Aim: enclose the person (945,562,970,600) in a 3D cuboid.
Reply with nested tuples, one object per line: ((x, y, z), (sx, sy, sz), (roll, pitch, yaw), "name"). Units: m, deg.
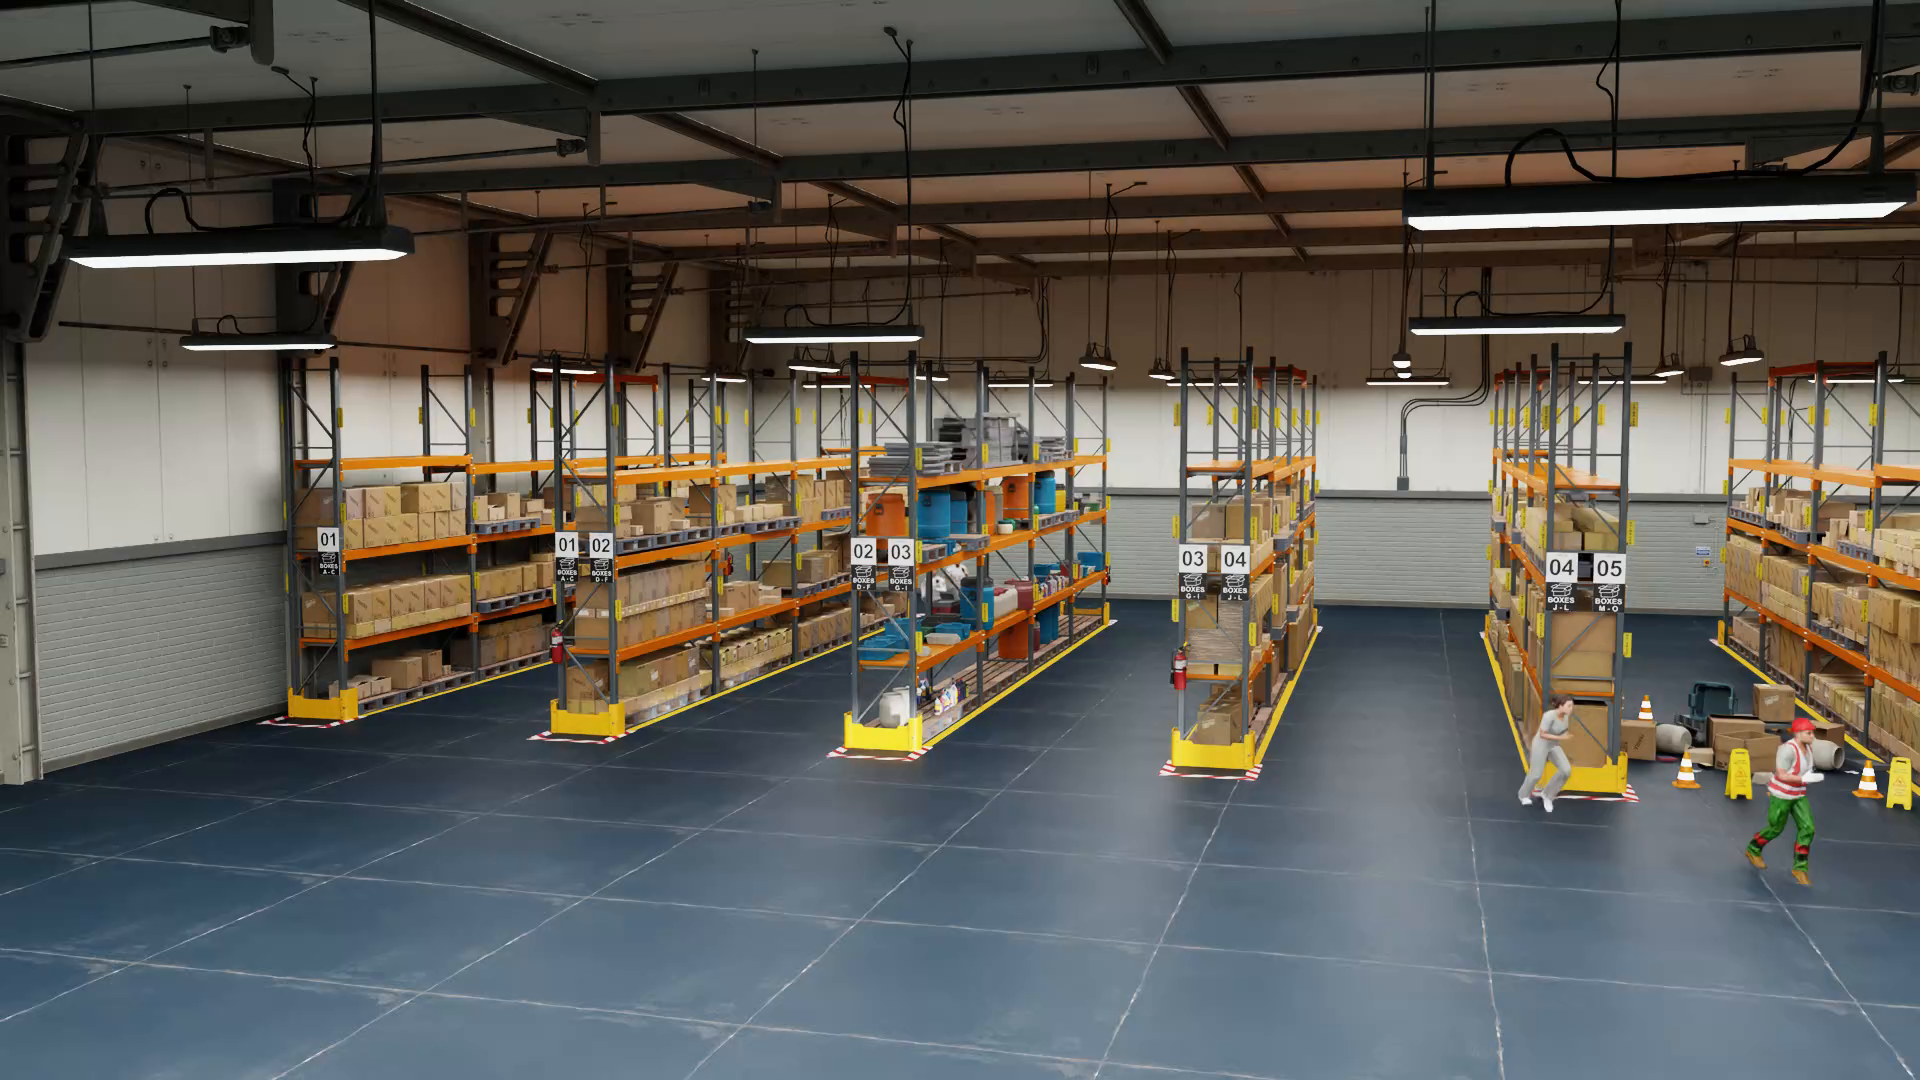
((-0.041, 1.182, 41.233), (0.630, 1.606, 0.603), (-1, 4, -15), "person")

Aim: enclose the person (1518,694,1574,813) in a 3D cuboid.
((7.495, 2.682, 21.152), (0.596, 1.551, 0.934), (-2, 5, -25), "person")

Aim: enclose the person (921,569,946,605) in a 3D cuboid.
((-0.601, 1.389, 37.441), (0.599, 1.711, 0.876), (0, 4, 2), "person")

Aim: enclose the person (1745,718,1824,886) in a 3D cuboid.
((8.958, 2.819, 18.034), (0.660, 1.852, 0.918), (-2, 5, -28), "person")
